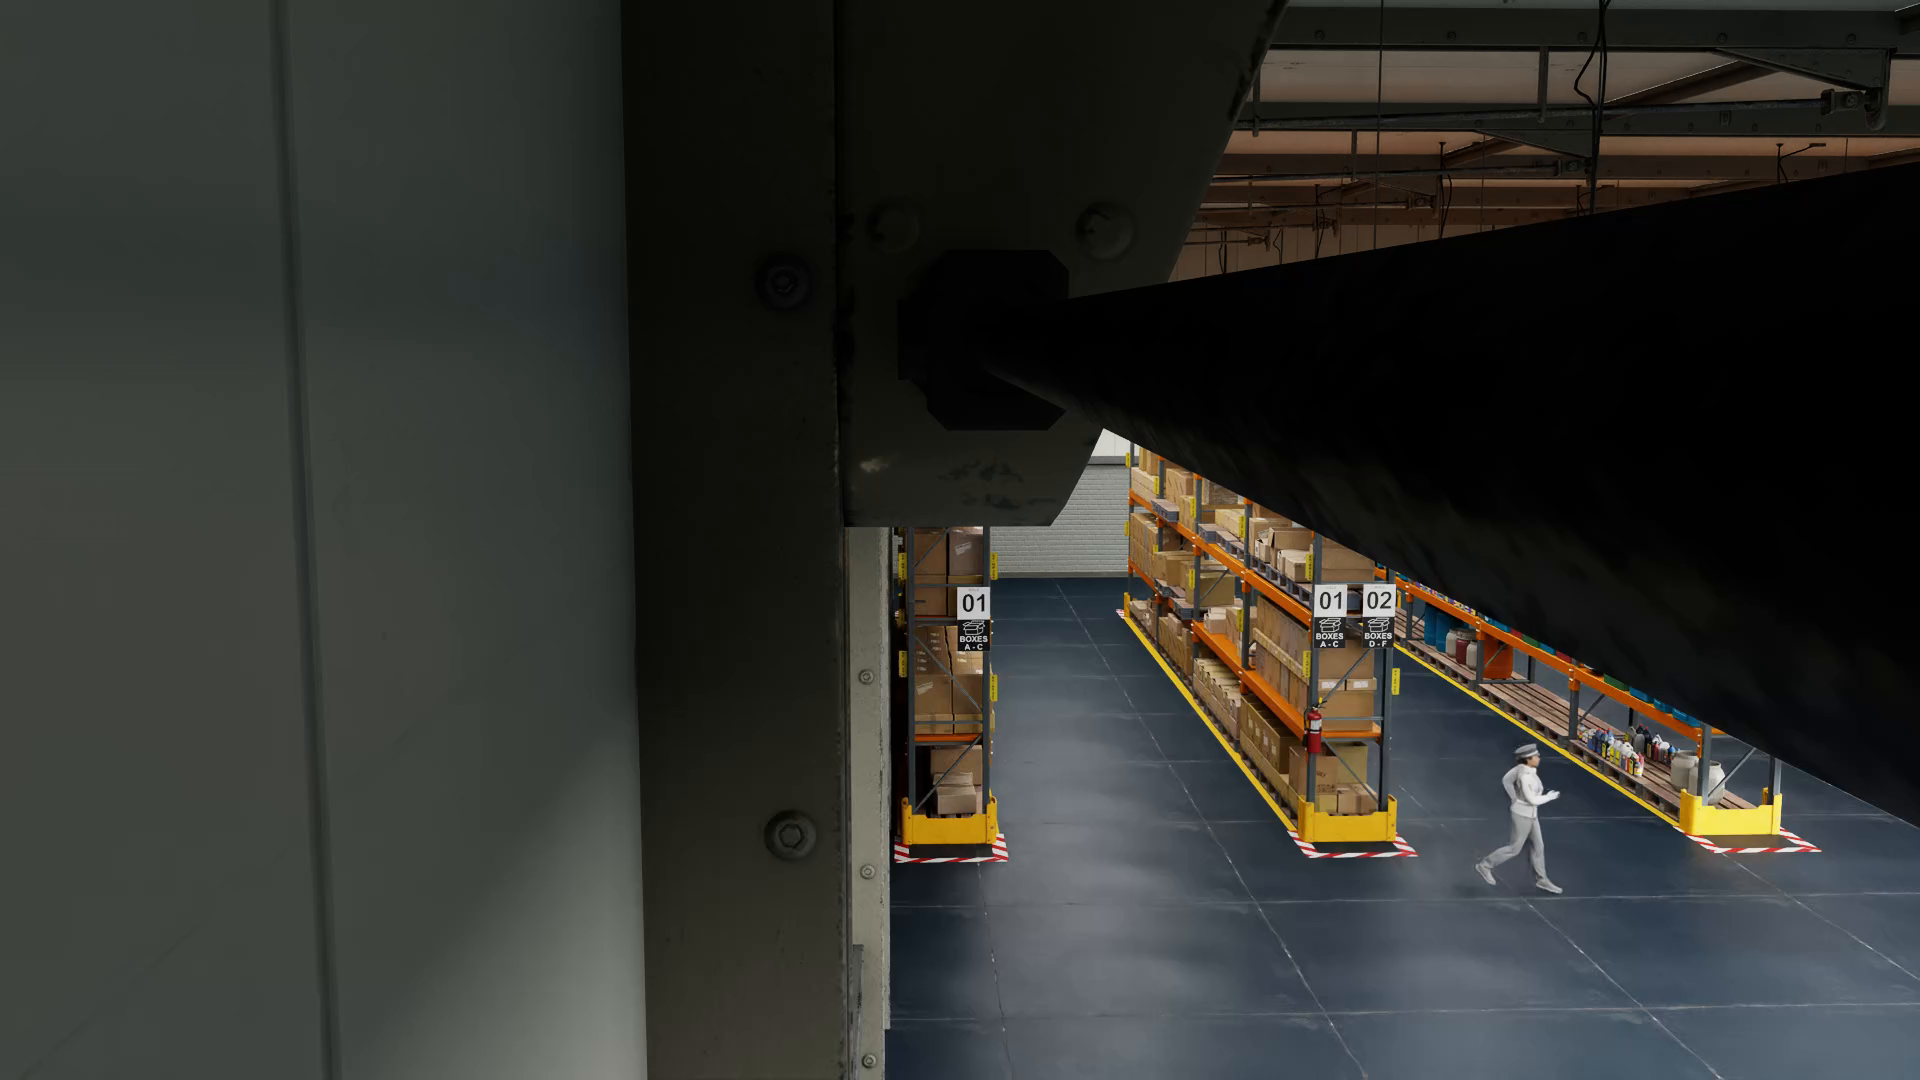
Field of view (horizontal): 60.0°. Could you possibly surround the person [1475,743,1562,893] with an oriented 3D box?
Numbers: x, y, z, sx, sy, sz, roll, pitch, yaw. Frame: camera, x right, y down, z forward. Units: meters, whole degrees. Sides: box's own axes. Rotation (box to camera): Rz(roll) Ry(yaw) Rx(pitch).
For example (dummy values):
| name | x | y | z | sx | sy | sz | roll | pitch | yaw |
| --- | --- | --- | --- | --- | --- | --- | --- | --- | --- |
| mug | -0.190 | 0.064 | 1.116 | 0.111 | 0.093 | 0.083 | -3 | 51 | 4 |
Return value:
| name | x | y | z | sx | sy | sz | roll | pitch | yaw |
| --- | --- | --- | --- | --- | --- | --- | --- | --- | --- |
| person | 6.282 | 3.091 | 18.607 | 0.938 | 1.686 | 0.606 | 2 | 8 | 18 |
